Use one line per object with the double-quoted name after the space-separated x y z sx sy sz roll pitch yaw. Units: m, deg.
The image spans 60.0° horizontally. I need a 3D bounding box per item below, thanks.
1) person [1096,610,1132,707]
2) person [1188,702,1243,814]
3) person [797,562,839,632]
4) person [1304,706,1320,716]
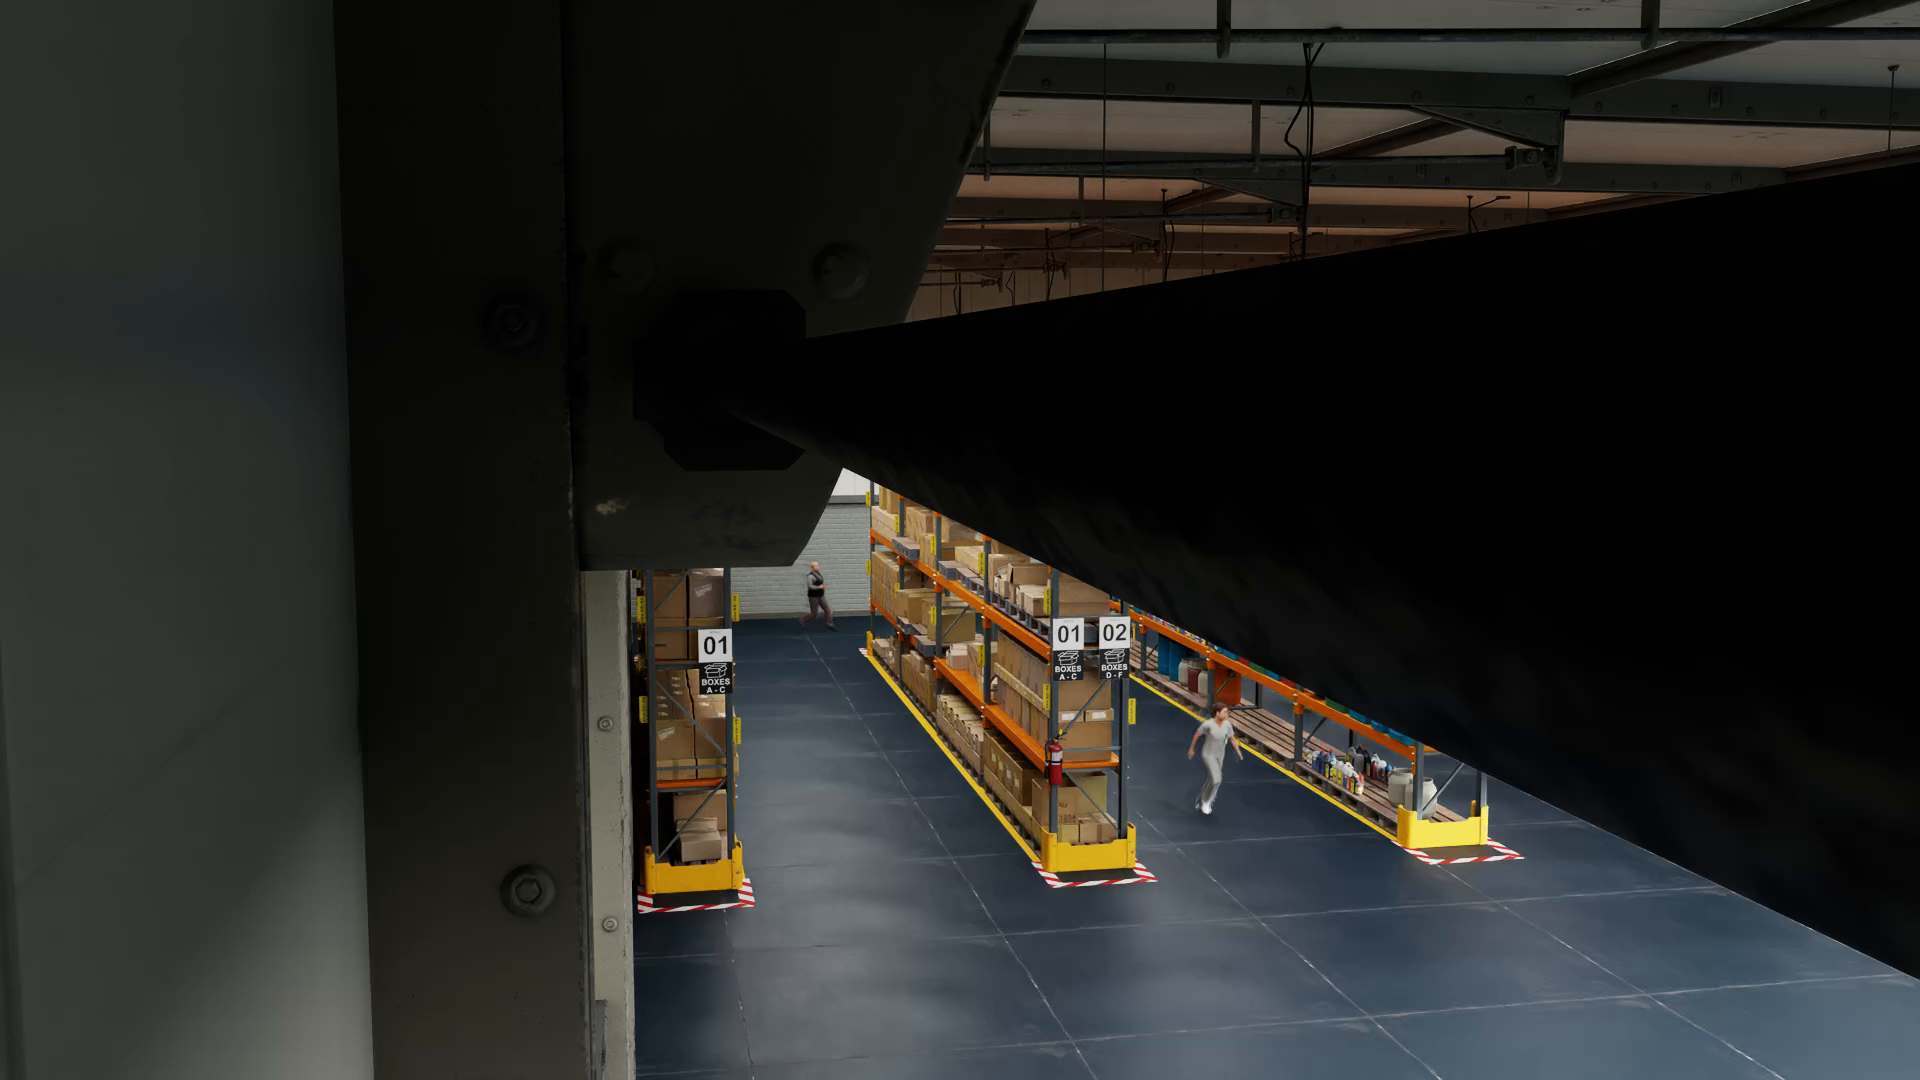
2.884 2.211 31.195 0.662 1.822 0.815 -1 6 -6 "person"
3.613 3.069 23.412 0.549 1.616 0.766 -3 7 -28 "person"
-3.419 1.366 39.519 0.955 1.710 0.678 2 6 20 "person"
6.501 2.364 30.229 0.711 1.670 0.964 0 6 -1 "person"
